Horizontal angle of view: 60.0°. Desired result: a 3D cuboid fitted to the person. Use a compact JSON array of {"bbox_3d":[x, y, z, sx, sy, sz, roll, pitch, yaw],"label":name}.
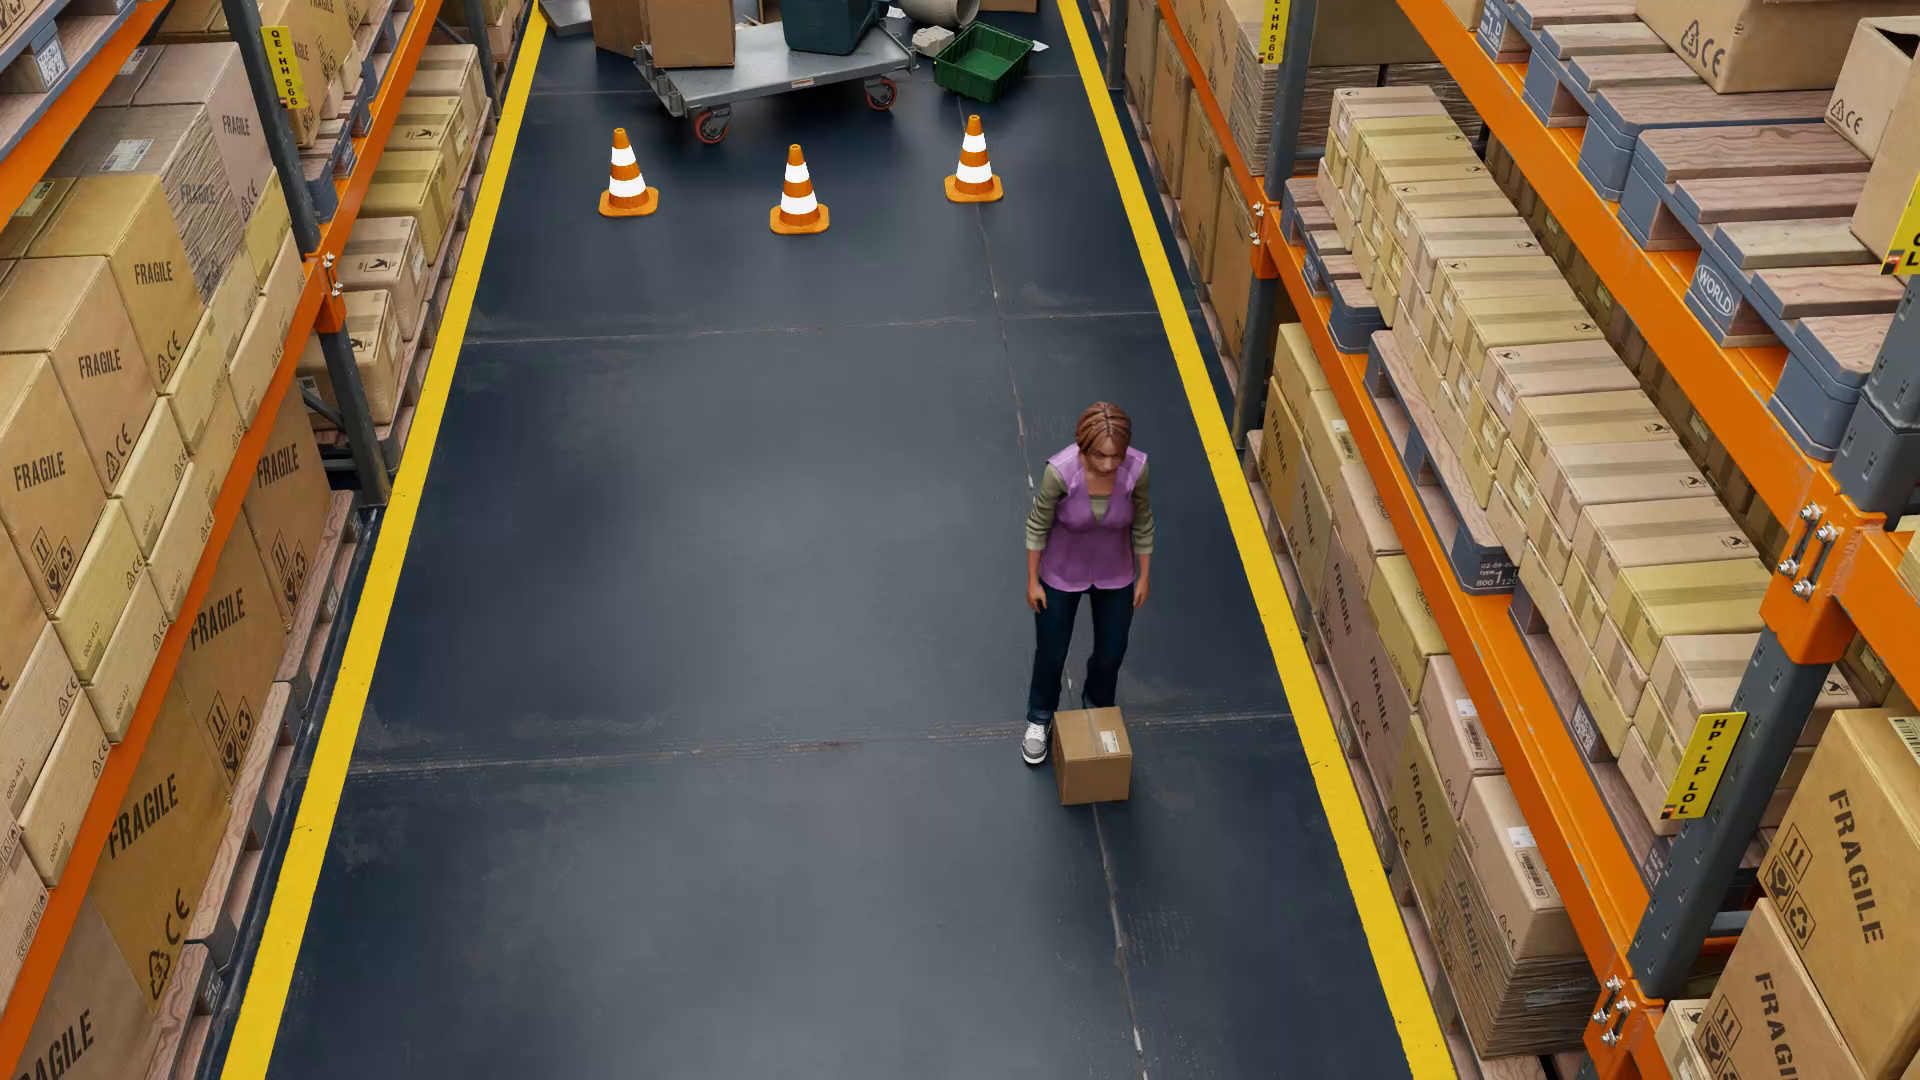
[{"bbox_3d":[0.461,0.150,5.983,0.463,1.593,0.365,-3,40,-4],"label":"person"}]
